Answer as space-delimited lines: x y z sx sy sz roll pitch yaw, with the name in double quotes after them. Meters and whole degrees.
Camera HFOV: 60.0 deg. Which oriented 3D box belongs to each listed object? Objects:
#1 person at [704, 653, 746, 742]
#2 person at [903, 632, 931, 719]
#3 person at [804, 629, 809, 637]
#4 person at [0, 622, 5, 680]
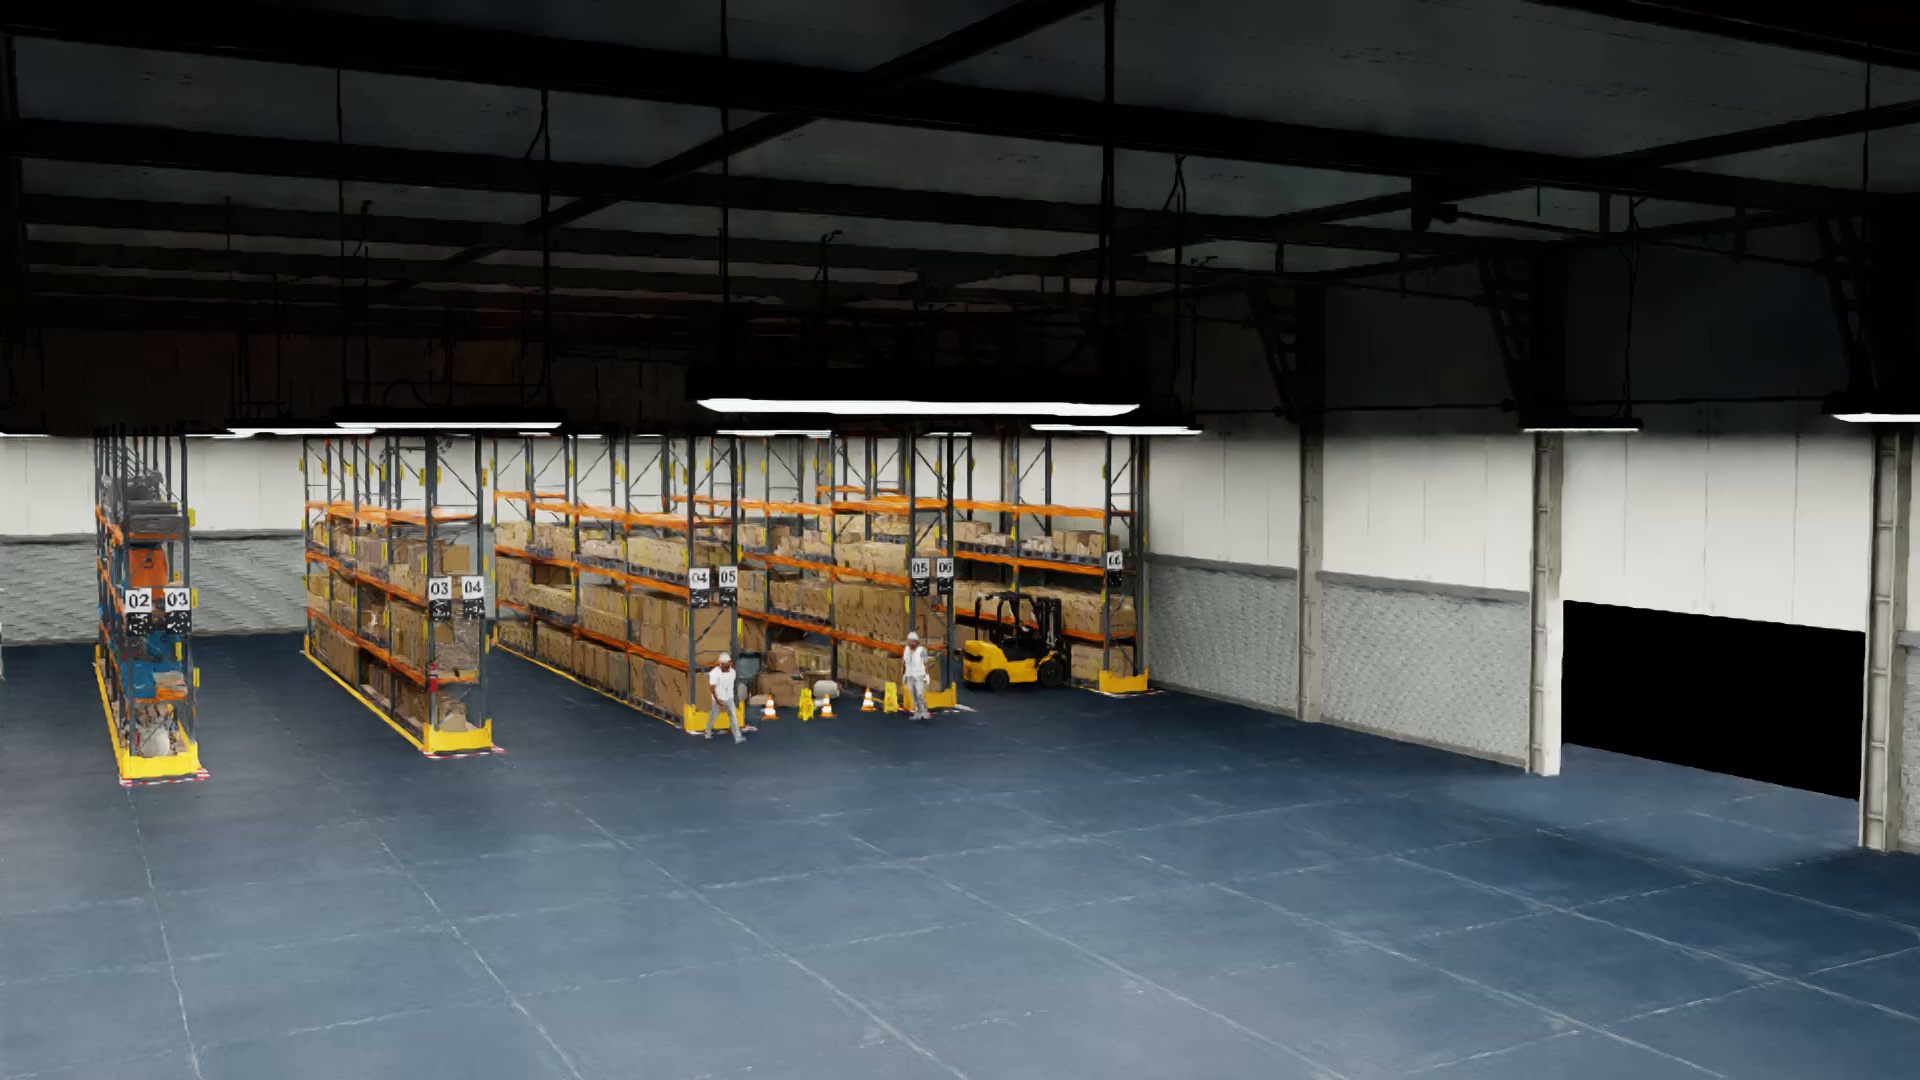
-4.468 2.963 31.391 0.598 1.690 1.094 -3 4 -38 "person"
-0.887 2.768 33.882 0.637 1.779 0.389 2 4 28 "person"
-4.656 1.989 48.266 0.535 1.601 0.566 -1 3 -9 "person"
-22.985 2.470 39.397 0.536 1.702 1.036 -3 4 -37 "person"
